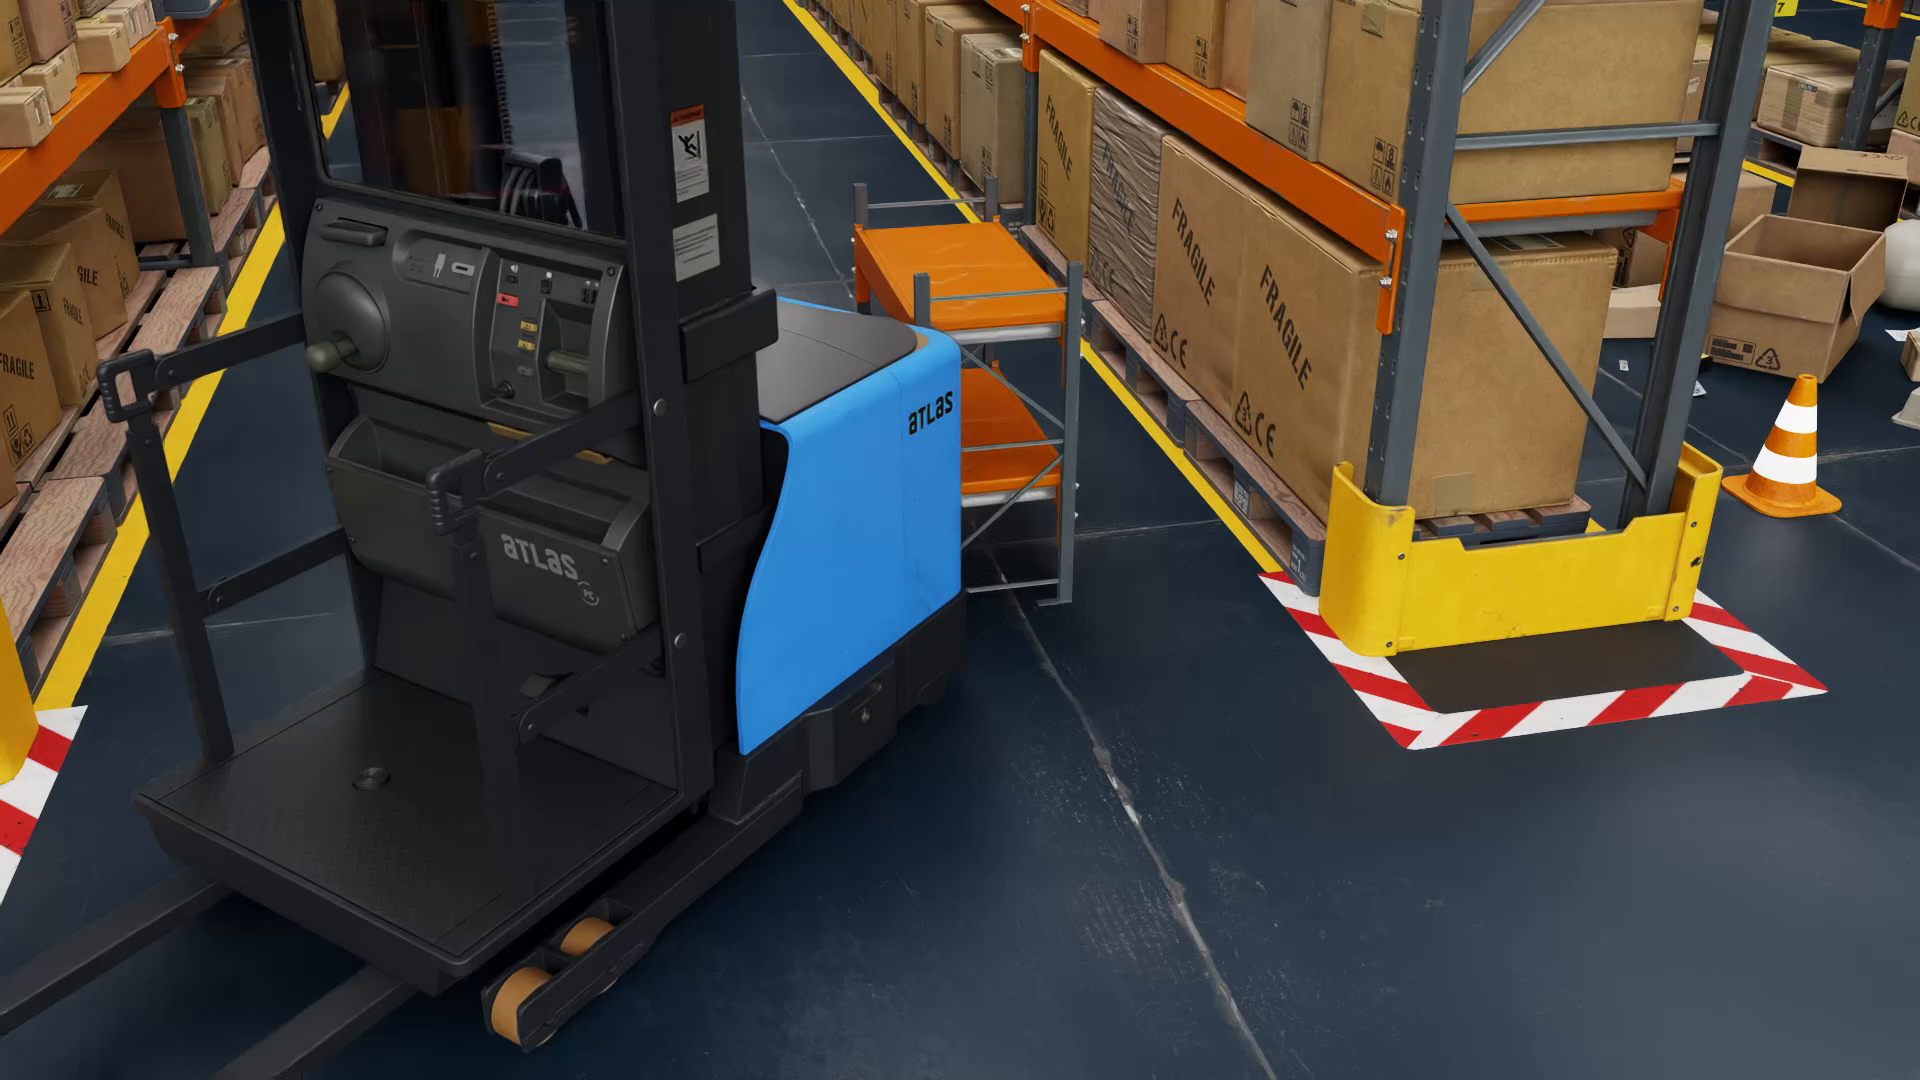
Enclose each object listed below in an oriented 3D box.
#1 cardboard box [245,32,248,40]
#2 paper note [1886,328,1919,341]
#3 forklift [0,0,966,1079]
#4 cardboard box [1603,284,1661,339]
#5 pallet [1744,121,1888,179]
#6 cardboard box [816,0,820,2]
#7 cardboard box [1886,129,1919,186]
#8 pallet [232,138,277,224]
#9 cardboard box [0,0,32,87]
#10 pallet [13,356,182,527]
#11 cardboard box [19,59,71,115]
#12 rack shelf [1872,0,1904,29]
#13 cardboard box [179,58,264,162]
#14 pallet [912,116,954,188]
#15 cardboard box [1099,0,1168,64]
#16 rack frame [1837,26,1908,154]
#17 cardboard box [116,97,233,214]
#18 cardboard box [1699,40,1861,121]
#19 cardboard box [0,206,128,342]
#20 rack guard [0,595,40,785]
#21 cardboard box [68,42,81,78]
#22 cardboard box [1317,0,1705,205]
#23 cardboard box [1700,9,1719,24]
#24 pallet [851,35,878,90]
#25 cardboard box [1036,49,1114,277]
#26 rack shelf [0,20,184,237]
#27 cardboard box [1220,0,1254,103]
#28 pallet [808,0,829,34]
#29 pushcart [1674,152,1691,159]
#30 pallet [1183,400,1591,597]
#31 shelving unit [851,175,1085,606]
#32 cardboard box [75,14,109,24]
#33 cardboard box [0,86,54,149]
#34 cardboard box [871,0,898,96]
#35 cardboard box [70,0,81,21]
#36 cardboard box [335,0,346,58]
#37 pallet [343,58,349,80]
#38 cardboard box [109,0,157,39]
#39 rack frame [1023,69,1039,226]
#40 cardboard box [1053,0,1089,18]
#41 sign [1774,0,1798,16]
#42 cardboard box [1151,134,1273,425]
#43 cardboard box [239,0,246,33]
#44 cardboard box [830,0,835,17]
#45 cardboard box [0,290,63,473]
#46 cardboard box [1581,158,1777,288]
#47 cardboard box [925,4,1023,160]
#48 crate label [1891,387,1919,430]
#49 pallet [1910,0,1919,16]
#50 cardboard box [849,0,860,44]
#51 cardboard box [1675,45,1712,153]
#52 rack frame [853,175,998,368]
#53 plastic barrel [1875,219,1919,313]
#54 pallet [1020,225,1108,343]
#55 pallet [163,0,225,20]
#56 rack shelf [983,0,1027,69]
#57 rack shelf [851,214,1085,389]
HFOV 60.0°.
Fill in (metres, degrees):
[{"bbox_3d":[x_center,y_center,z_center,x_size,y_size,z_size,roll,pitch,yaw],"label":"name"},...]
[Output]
[{"bbox_3d":[-4.758,-2.964,10.579,0.700,0.500,0.500,-7,28,-14],"label":"cardboard box"},{"bbox_3d":[4.332,-0.940,7.592,0.148,0.019,0.142,3,27,6],"label":"paper note"},{"bbox_3d":[-1.195,-0.458,3.405,1.130,2.935,3.031,16,31,29],"label":"forklift"},{"bbox_3d":[3.010,-1.091,7.617,0.396,0.266,0.258,-1,27,-3],"label":"cardboard box"},{"bbox_3d":[5.451,-2.523,10.514,1.003,0.211,1.213,-6,27,-12],"label":"pallet"},{"bbox_3d":[-1.067,-5.111,14.856,0.500,0.500,0.500,-5,27,-10],"label":"cardboard box"},{"bbox_3d":[5.498,-2.100,9.166,0.500,0.250,0.500,-7,28,-14],"label":"cardboard box"},{"bbox_3d":[-4.483,-2.053,9.583,1.003,0.211,1.213,-6,27,-12],"label":"pallet"},{"bbox_3d":[-3.624,-1.737,5.422,0.875,0.500,0.500,-6,27,-12],"label":"cardboard box"},{"bbox_3d":[-3.563,-0.347,6.203,1.003,0.211,1.213,-6,27,-12],"label":"pallet"},{"bbox_3d":[-3.369,-1.583,5.836,0.380,0.149,0.250,-6,27,-12],"label":"cardboard box"},{"bbox_3d":[6.079,-2.227,7.631,1.077,0.370,4.000,-6,27,-12],"label":"rack shelf"},{"bbox_3d":[-4.486,-2.474,9.608,0.700,0.500,0.500,-4,27,-7],"label":"cardboard box"},{"bbox_3d":[0.302,-2.502,10.472,1.003,0.211,1.213,-6,27,-12],"label":"pallet"},{"bbox_3d":[1.076,-2.297,6.806,0.875,0.550,0.550,-6,27,-12],"label":"cardboard box"},{"bbox_3d":[5.628,-3.426,9.209,1.000,3.000,0.127,-6,27,-12],"label":"rack frame"},{"bbox_3d":[-4.234,-1.983,8.636,0.700,0.500,0.500,-6,27,-12],"label":"cardboard box"},{"bbox_3d":[5.342,-2.986,10.787,0.950,0.372,0.625,-4,27,-8],"label":"cardboard box"},{"bbox_3d":[-3.840,-1.061,6.831,0.500,0.500,0.500,2,27,5],"label":"cardboard box"},{"bbox_3d":[-3.143,0.419,4.365,1.175,0.500,0.348,-6,27,-12],"label":"rack guard"},{"bbox_3d":[-3.555,-1.795,6.256,0.380,0.149,0.250,-6,27,-12],"label":"cardboard box"},{"bbox_3d":[1.602,-1.348,4.926,0.875,0.550,0.550,-6,27,-12],"label":"cardboard box"},{"bbox_3d":[5.018,-3.624,12.052,0.950,0.372,0.625,-6,27,-13],"label":"cardboard box"},{"bbox_3d":[-0.248,-3.733,12.912,1.003,0.211,1.213,-6,27,-12],"label":"pallet"},{"bbox_3d":[0.901,-1.835,7.948,0.875,0.875,0.875,-6,27,-11],"label":"cardboard box"},{"bbox_3d":[-3.577,-1.221,5.638,1.077,0.370,4.000,-6,27,-12],"label":"rack shelf"},{"bbox_3d":[1.453,-1.846,5.912,0.875,0.550,0.550,-6,27,-12],"label":"cardboard box"},{"bbox_3d":[-0.798,-4.805,15.035,1.003,0.211,1.213,-6,27,-12],"label":"pallet"},{"bbox_3d":[3.418,-2.002,9.297,1.648,0.377,0.936,-16,31,-29],"label":"pushcart"},{"bbox_3d":[1.473,-0.221,5.954,1.003,0.211,1.213,-6,27,-12],"label":"pallet"},{"bbox_3d":[-0.002,-0.505,5.502,0.538,1.125,1.048,-6,27,-12],"label":"shelving unit"},{"bbox_3d":[-3.647,-2.016,6.695,0.380,0.149,0.250,-6,27,-12],"label":"cardboard box"},{"bbox_3d":[-3.201,-1.369,5.413,0.380,0.149,0.250,-6,27,-12],"label":"cardboard box"},{"bbox_3d":[-0.024,-3.542,11.469,1.050,0.750,0.750,-6,27,-12],"label":"cardboard box"},{"bbox_3d":[-3.908,-2.170,6.280,0.875,0.500,0.500,-6,27,-12],"label":"cardboard box"},{"bbox_3d":[-5.257,-4.112,12.459,1.225,0.875,0.875,-6,27,-11],"label":"cardboard box"},{"bbox_3d":[-5.304,-3.819,13.082,1.003,0.211,1.213,-6,27,-12],"label":"pallet"},{"bbox_3d":[-3.692,-2.243,7.144,0.380,0.149,0.250,-6,27,-12],"label":"cardboard box"},{"bbox_3d":[0.828,-2.879,8.125,1.000,3.000,0.127,-6,27,-12],"label":"rack frame"},{"bbox_3d":[0.923,-2.785,7.773,0.875,0.550,0.550,-6,27,-12],"label":"cardboard box"},{"bbox_3d":[2.271,-1.599,4.539,0.100,0.325,0.005,-6,27,-12],"label":"sign"},{"bbox_3d":[1.312,-1.039,6.371,0.875,0.875,0.875,-6,27,-12],"label":"cardboard box"},{"bbox_3d":[-4.748,-3.300,10.413,0.500,0.250,0.500,-5,27,-9],"label":"cardboard box"},{"bbox_3d":[-0.815,-4.651,13.943,0.500,0.500,0.500,-5,27,-11],"label":"cardboard box"},{"bbox_3d":[-3.541,-0.547,5.812,0.500,0.500,0.500,-3,27,-7],"label":"cardboard box"},{"bbox_3d":[3.448,-1.540,8.092,0.797,0.637,0.503,-6,27,-12],"label":"cardboard box"},{"bbox_3d":[0.387,-2.749,9.899,1.050,0.750,0.750,-6,27,-12],"label":"cardboard box"},{"bbox_3d":[3.933,-0.527,6.641,0.250,0.136,0.298,-23,35,-38],"label":"crate label"},{"bbox_3d":[9.430,-4.774,14.975,1.003,0.211,1.213,-6,27,-12],"label":"pallet"},{"bbox_3d":[-0.590,-4.197,13.045,0.500,0.500,0.500,-5,27,-10],"label":"cardboard box"},{"bbox_3d":[3.900,-2.454,9.217,0.500,0.500,0.500,-6,27,-12],"label":"cardboard box"},{"bbox_3d":[-0.116,-0.728,5.945,0.500,1.125,0.032,-6,27,-12],"label":"rack frame"},{"bbox_3d":[4.589,-1.273,7.802,0.512,0.421,0.421,13,30,24],"label":"plastic barrel"},{"bbox_3d":[0.923,-1.292,8.076,1.003,0.211,1.213,-6,27,-12],"label":"pallet"},{"bbox_3d":[-4.058,-2.684,7.952,1.003,0.211,1.213,-6,27,-12],"label":"pallet"},{"bbox_3d":[0.377,-3.436,10.027,1.077,0.370,4.000,-6,27,-12],"label":"rack shelf"},{"bbox_3d":[-0.002,-0.766,5.371,0.538,0.278,1.000,-6,27,-12],"label":"rack shelf"}]
